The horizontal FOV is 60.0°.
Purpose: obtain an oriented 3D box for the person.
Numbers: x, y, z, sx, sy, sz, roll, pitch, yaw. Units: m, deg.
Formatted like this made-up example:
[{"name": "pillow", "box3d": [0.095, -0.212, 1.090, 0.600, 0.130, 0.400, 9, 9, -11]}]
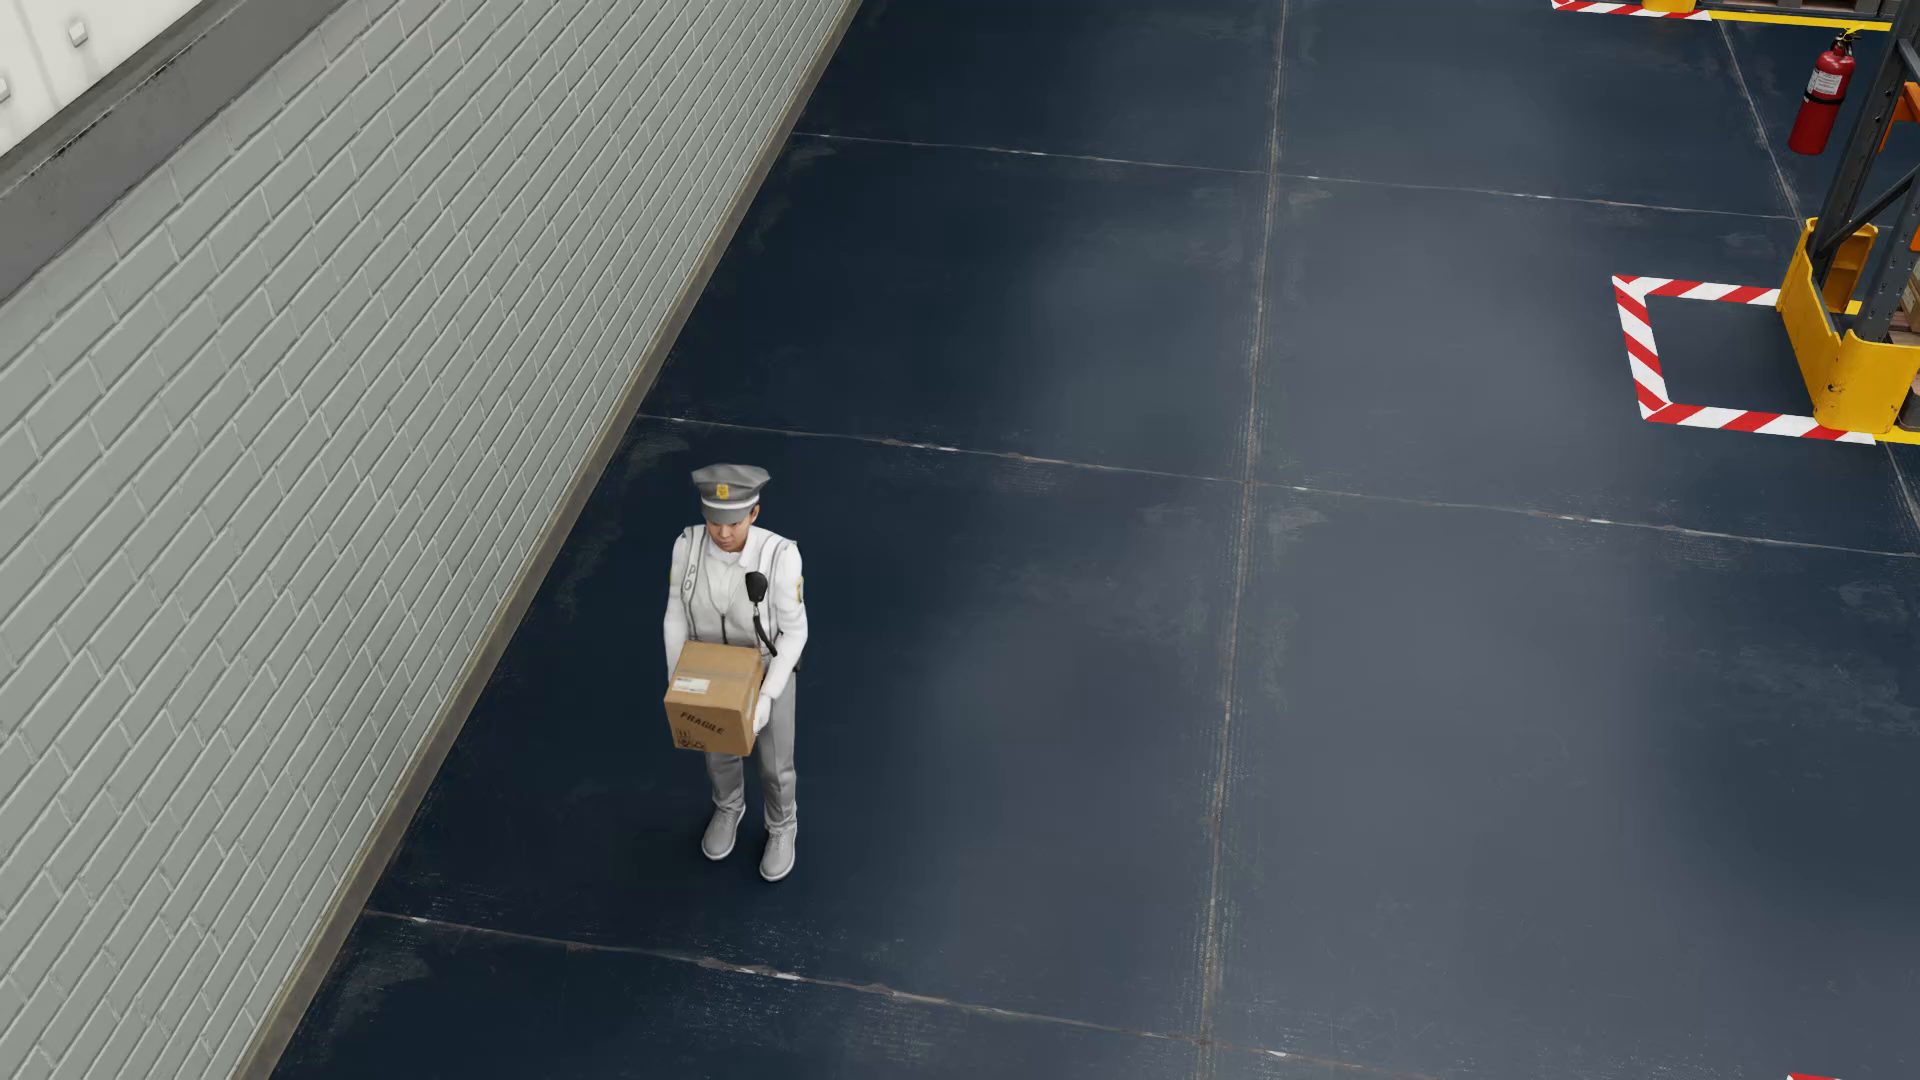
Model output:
[{"name": "person", "box3d": [-0.744, 0.484, 5.571, 0.482, 1.692, 0.517, 6, 41, 7]}]
